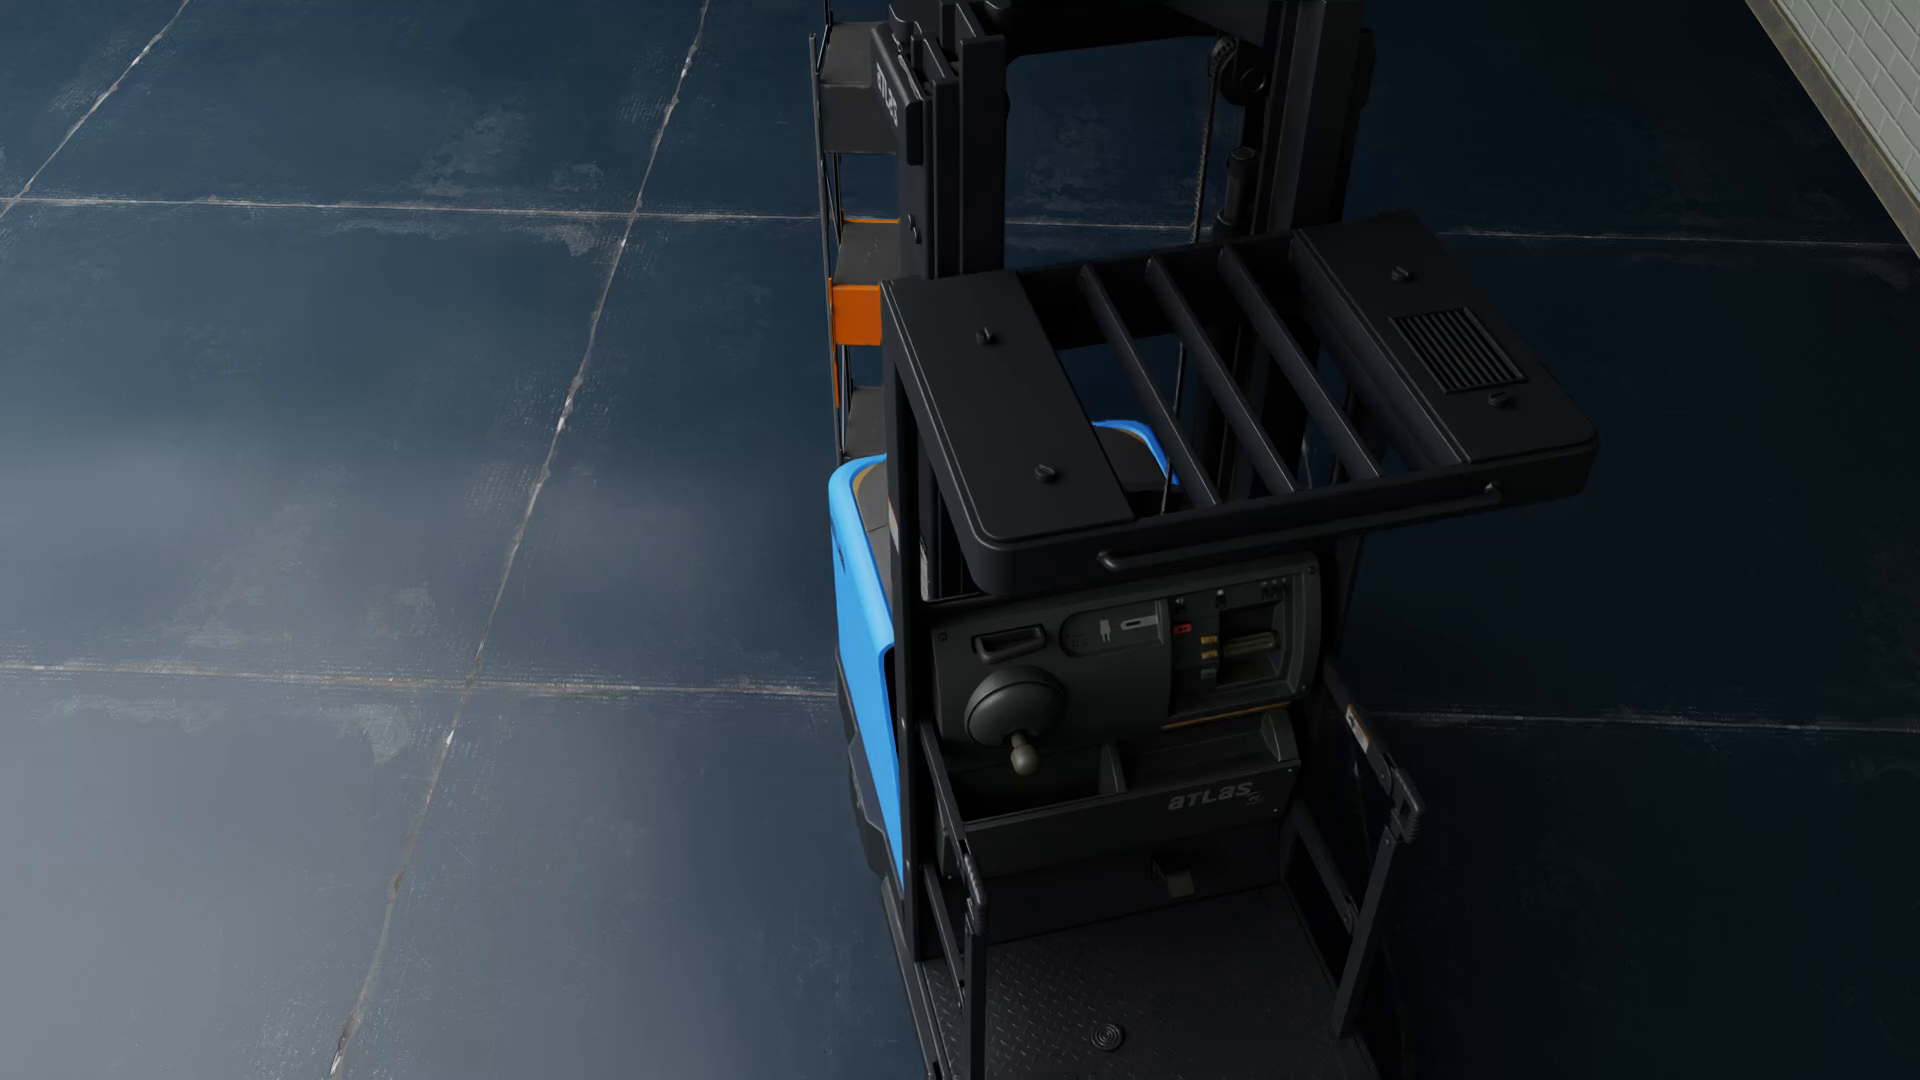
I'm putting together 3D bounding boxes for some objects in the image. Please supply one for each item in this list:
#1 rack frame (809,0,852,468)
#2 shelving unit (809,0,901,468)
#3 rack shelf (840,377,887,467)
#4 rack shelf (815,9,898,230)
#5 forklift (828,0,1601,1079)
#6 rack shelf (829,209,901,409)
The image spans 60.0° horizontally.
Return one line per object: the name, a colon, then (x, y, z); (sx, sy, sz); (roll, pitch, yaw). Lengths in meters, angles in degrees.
rack frame: (-0.409, -0.781, 5.548); (0.015, 2.100, 0.400); (2, 43, 2)
shelving unit: (-0.165, -0.773, 5.540); (0.503, 2.100, 0.431); (2, 43, 2)
rack shelf: (-0.165, -0.251, 6.026); (0.480, 0.518, 0.431); (2, 43, 2)
rack shelf: (-0.165, -1.276, 5.072); (0.480, 0.518, 0.431); (2, 43, 2)
forklift: (0.449, 0.377, 3.696); (1.130, 2.935, 3.031); (-10, 44, -10)
rack shelf: (-0.165, -0.763, 5.549); (0.480, 0.518, 0.431); (2, 43, 2)
